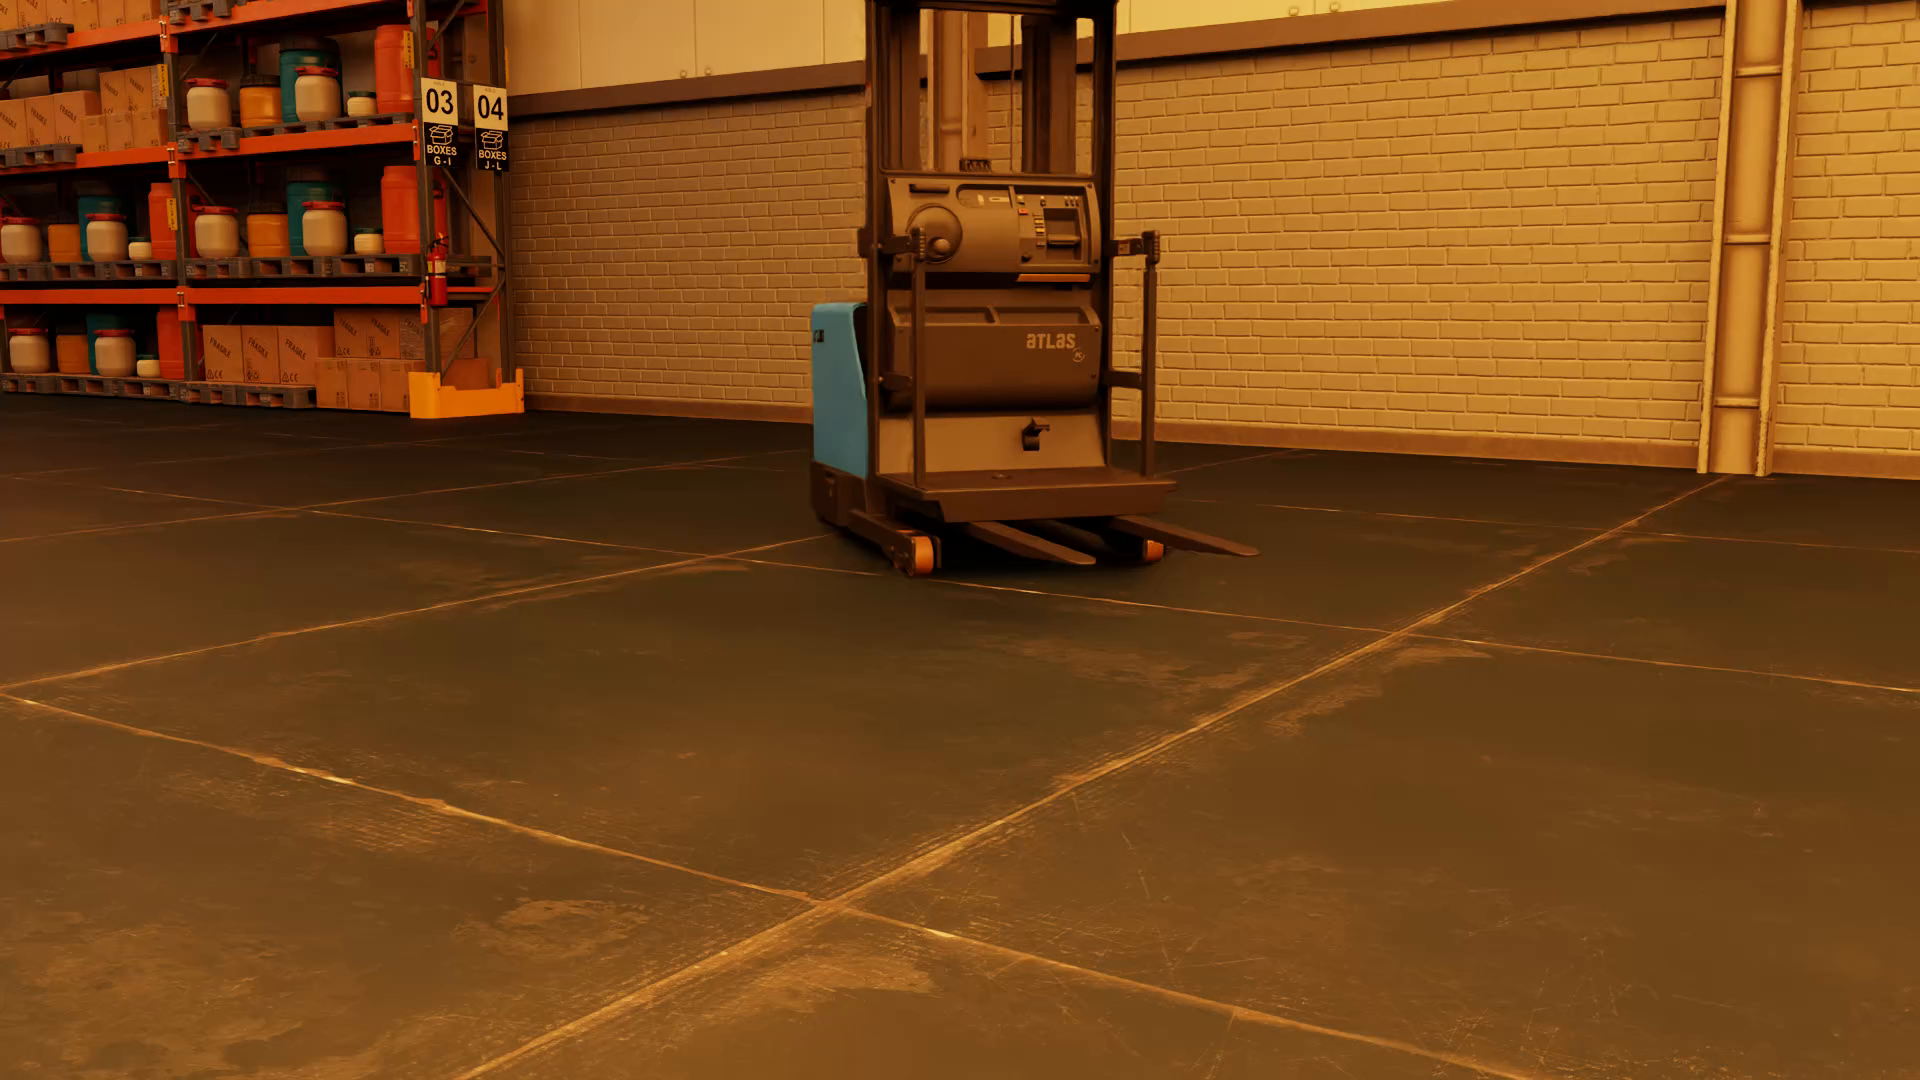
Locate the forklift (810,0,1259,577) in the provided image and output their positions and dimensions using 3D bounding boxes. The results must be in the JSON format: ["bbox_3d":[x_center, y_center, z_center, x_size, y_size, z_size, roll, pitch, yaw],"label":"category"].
[{"bbox_3d":[0.220,-1.369,6.817,1.130,2.935,3.031,-3,9,-19],"label":"forklift"}]
